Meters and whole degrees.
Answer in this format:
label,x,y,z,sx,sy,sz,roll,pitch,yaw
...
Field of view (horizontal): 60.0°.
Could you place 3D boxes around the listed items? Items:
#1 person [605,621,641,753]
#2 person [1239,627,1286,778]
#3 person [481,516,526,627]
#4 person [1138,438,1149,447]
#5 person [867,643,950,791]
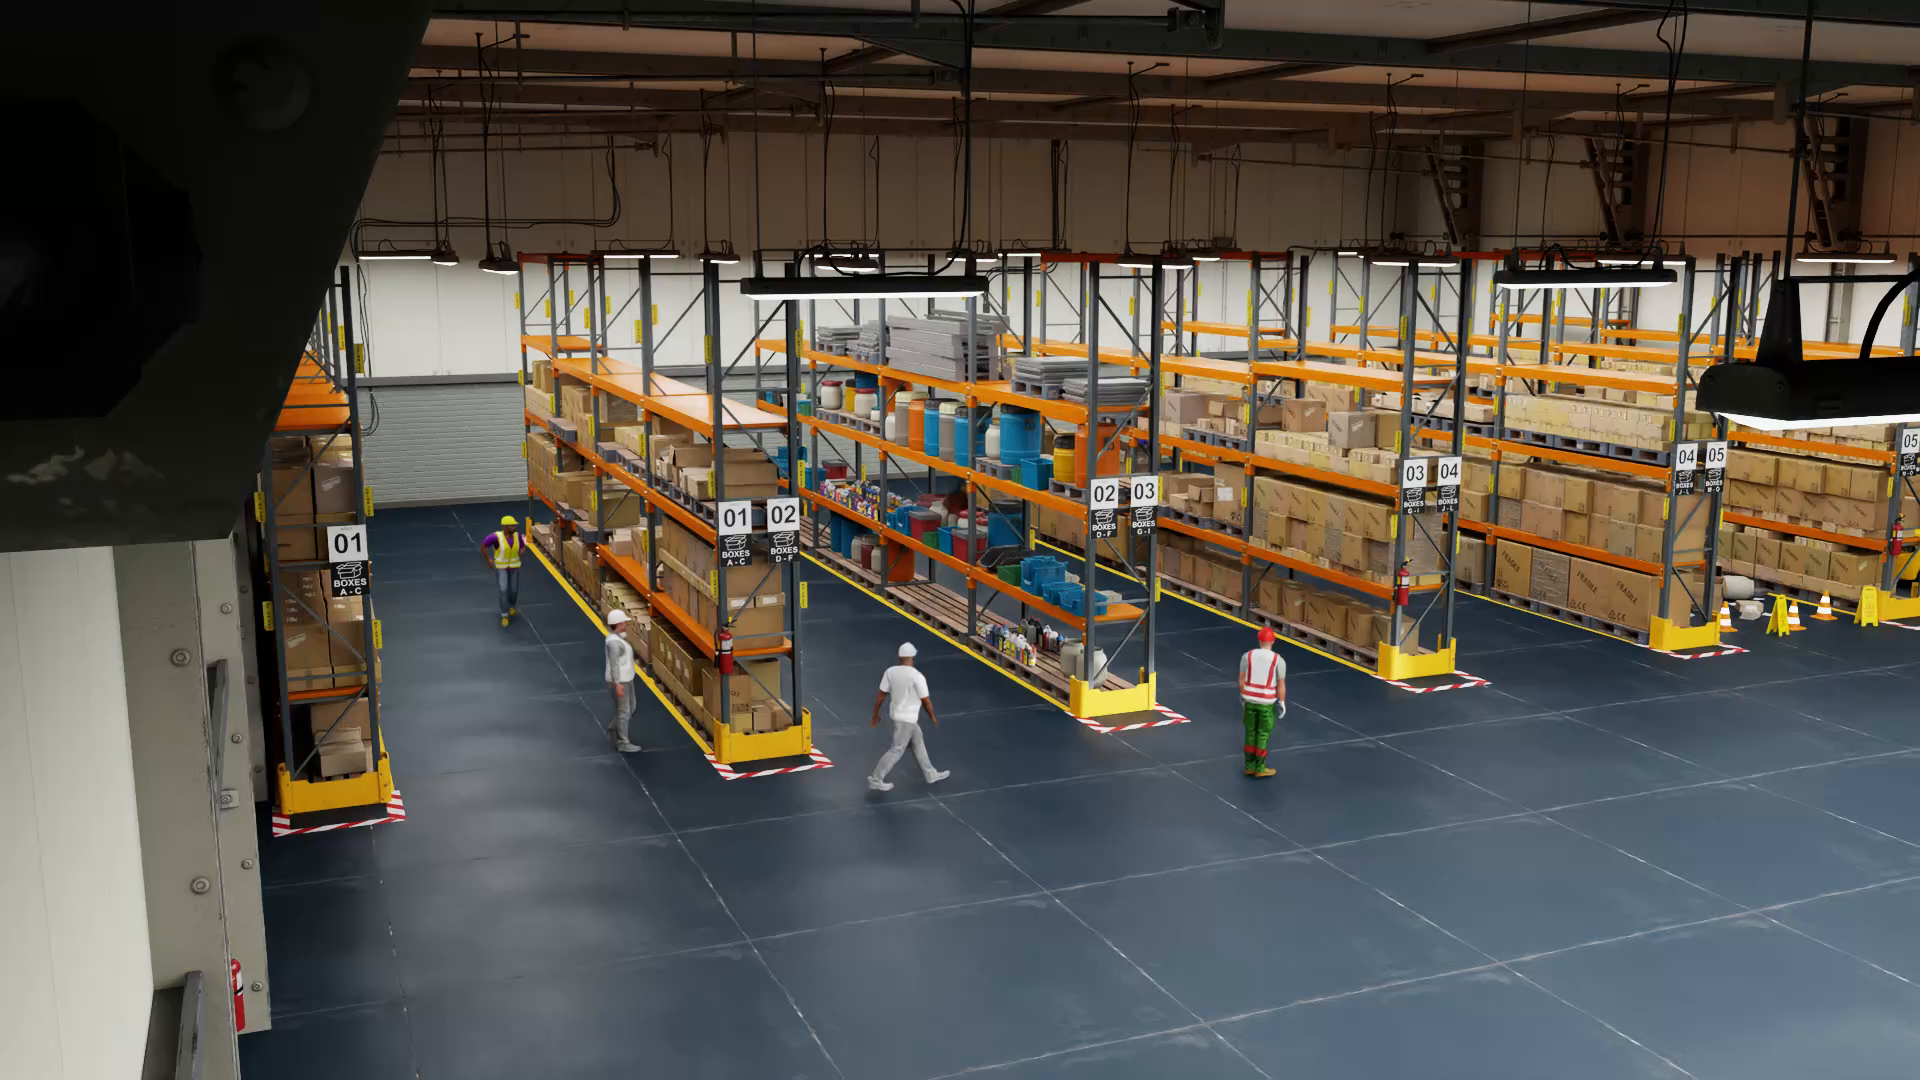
label,x,y,z,sx,sy,sz,roll,pitch,yaw
person,-4.213,1.768,20.672,0.491,1.741,0.600,0,10,-1
person,3.559,1.906,19.630,0.582,1.795,0.375,6,12,28
person,-7.534,0.486,27.532,0.728,1.804,0.847,-4,11,-21
person,4.618,-2.224,42.530,0.505,1.642,0.465,-5,12,-27
person,-0.576,2.030,19.129,1.041,1.716,0.493,-3,11,-16
